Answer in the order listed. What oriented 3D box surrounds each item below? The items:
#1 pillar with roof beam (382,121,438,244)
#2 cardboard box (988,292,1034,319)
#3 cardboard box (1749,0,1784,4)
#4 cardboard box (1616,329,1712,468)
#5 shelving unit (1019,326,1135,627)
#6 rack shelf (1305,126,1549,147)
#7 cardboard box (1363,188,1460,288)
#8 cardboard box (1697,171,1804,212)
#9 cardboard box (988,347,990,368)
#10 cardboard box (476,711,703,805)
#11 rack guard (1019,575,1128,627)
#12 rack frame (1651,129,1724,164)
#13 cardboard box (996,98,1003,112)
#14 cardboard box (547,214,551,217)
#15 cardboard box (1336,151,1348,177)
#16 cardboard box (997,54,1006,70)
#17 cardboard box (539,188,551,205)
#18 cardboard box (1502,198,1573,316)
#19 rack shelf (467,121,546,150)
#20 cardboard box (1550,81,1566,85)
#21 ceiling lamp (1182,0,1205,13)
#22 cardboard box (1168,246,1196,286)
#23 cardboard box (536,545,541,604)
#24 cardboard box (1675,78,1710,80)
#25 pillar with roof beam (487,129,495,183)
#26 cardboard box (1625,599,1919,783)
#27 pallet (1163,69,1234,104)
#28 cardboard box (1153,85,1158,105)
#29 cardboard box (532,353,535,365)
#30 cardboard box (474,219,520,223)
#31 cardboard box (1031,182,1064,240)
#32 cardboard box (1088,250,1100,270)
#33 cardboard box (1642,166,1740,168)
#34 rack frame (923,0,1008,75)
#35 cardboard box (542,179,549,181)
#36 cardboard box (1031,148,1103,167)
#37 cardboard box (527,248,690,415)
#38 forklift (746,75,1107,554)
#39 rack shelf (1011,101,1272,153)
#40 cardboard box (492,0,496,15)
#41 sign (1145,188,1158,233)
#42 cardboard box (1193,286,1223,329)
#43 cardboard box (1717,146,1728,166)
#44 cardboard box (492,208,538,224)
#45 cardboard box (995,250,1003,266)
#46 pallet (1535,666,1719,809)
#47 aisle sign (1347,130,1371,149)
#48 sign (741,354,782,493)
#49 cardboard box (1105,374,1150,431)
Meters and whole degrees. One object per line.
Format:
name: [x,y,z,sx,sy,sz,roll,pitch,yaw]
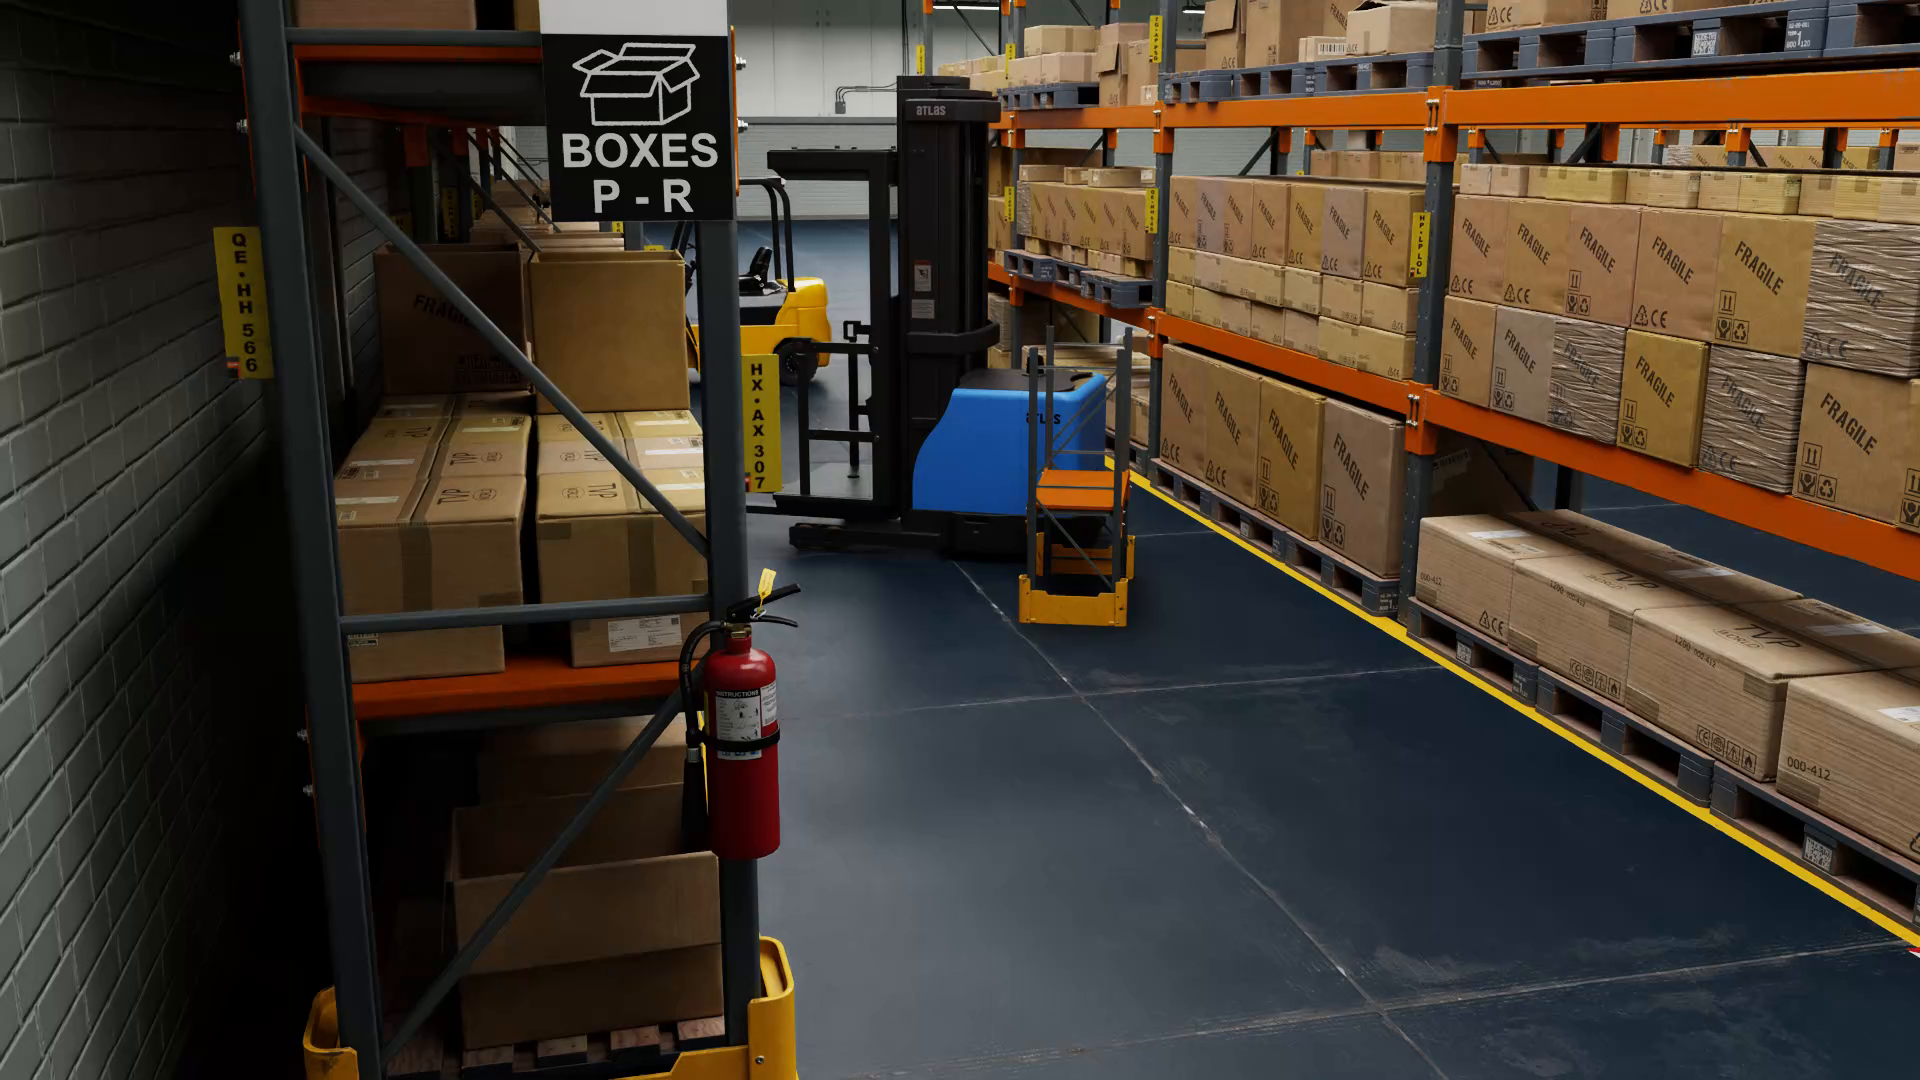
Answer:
pillar with roof beam: [0.125,-5.071,12.723,9.100,9.000,0.400,-3,14,-13]
cardboard box: [0.487,-2.338,17.505,0.500,0.500,0.500,-3,14,-12]
cardboard box: [3.498,-2.330,6.517,0.500,0.500,0.500,-3,14,-12]
cardboard box: [3.088,-0.597,6.838,0.500,0.500,0.500,-3,14,-12]
shelving unit: [0.684,-0.394,9.381,0.587,1.500,1.083,2,14,8]
rack shelf: [5.326,-4.735,19.183,1.077,0.370,4.000,-3,14,-13]
cardboard box: [2.537,-1.644,9.020,0.500,0.500,0.500,-3,14,-11]
cardboard box: [3.151,-1.372,6.539,0.380,0.149,0.250,-3,14,-11]
cardboard box: [0.473,-1.979,17.614,0.500,0.250,0.500,-4,14,-15]
cardboard box: [-1.213,0.844,5.535,0.700,0.500,0.500,-3,14,-11]
rack guard: [0.615,0.330,9.050,0.587,0.250,0.087,2,14,8]
rack frame: [9.701,-4.342,22.378,1.000,3.000,0.127,-3,14,-13]
cardboard box: [0.580,-4.378,16.737,0.380,0.149,0.250,-3,14,-13]
cardboard box: [-3.191,-2.593,13.644,0.380,0.149,0.250,-3,14,-13]
cardboard box: [5.124,-4.477,20.339,0.875,0.550,0.550,-3,14,-13]
cardboard box: [0.585,-4.706,16.397,0.380,0.149,0.250,-4,14,-15]
cardboard box: [-3.769,-3.242,15.671,0.380,0.149,0.250,-3,14,-12]
cardboard box: [2.875,-1.315,7.672,0.500,0.500,0.500,-3,14,-14]
rack shelf: [-3.347,-3.235,13.045,1.077,0.370,4.000,-3,14,-13]
cardboard box: [5.798,-4.500,16.141,0.250,0.149,0.380,-3,14,-13]
ceiling lamp: [7.056,-16.150,45.773,2.000,3.185,0.800,-3,14,-13]
cardboard box: [1.826,-1.983,11.987,0.500,0.250,0.500,-3,14,-14]
cardboard box: [-1.009,0.095,4.746,0.380,0.149,0.250,-3,14,-14]
cardboard box: [6.661,-4.175,14.595,0.500,0.250,0.500,-3,14,-12]
pillar with roof beam: [-4.102,-9.224,29.720,9.100,9.000,0.400,-3,14,-13]
cardboard box: [3.351,0.585,6.726,0.875,0.438,0.875,-3,14,-12]
pallet: [2.150,-3.164,11.634,1.213,0.211,1.003,-3,14,-11]
cardboard box: [1.669,-3.340,12.487,0.380,0.149,0.250,-3,14,-13]
cardboard box: [-1.581,-0.711,7.208,0.500,0.250,0.500,-3,14,-12]
cardboard box: [-3.573,-2.381,12.776,0.380,0.149,0.250,-4,14,-14]
cardboard box: [0.957,-3.024,15.262,0.500,0.500,0.500,-3,14,-13]
cardboard box: [1.276,-2.323,13.760,0.380,0.149,0.250,-3,14,-12]
cardboard box: [3.351,-1.635,7.614,0.380,0.149,0.250,-3,14,-14]
rack frame: [0.068,-6.704,19.405,1.000,3.000,0.127,-3,14,-13]
cardboard box: [-4.467,-3.949,18.567,0.380,0.149,0.250,-3,14,-13]
cardboard box: [1.115,-3.659,16.639,0.700,0.500,0.500,-3,14,-14]
cardboard box: [-1.195,-0.722,5.673,0.500,0.500,0.500,-3,14,-12]
forklift: [-0.603,-1.462,10.736,3.031,2.935,1.130,4,14,15]
rack shelf: [1.477,-3.513,14.181,1.077,0.370,4.000,-3,14,-13]
cardboard box: [-1.612,-1.671,4.814,0.500,0.250,0.500,-4,14,-14]
sign: [1.422,-2.435,12.303,0.100,0.325,0.005,-3,14,-13]
cardboard box: [1.955,-1.627,11.581,0.500,0.250,0.500,-4,14,-15]
cardboard box: [9.795,-4.647,20.685,0.500,0.500,0.500,-3,14,-13]
cardboard box: [-3.942,-2.860,14.735,0.380,0.149,0.250,-4,14,-14]
cardboard box: [0.571,-2.859,16.838,0.380,0.149,0.250,-3,14,-12]
pallet: [3.279,0.795,7.227,1.003,0.211,1.213,-3,14,-13]
aisle sign: [5.131,-5.385,21.169,0.394,0.787,0.004,-3,14,-13]
sign: [-0.471,-0.272,3.894,0.100,0.325,0.005,-3,14,-13]
cardboard box: [1.643,-1.172,14.056,0.950,0.372,0.625,-4,14,-14]
